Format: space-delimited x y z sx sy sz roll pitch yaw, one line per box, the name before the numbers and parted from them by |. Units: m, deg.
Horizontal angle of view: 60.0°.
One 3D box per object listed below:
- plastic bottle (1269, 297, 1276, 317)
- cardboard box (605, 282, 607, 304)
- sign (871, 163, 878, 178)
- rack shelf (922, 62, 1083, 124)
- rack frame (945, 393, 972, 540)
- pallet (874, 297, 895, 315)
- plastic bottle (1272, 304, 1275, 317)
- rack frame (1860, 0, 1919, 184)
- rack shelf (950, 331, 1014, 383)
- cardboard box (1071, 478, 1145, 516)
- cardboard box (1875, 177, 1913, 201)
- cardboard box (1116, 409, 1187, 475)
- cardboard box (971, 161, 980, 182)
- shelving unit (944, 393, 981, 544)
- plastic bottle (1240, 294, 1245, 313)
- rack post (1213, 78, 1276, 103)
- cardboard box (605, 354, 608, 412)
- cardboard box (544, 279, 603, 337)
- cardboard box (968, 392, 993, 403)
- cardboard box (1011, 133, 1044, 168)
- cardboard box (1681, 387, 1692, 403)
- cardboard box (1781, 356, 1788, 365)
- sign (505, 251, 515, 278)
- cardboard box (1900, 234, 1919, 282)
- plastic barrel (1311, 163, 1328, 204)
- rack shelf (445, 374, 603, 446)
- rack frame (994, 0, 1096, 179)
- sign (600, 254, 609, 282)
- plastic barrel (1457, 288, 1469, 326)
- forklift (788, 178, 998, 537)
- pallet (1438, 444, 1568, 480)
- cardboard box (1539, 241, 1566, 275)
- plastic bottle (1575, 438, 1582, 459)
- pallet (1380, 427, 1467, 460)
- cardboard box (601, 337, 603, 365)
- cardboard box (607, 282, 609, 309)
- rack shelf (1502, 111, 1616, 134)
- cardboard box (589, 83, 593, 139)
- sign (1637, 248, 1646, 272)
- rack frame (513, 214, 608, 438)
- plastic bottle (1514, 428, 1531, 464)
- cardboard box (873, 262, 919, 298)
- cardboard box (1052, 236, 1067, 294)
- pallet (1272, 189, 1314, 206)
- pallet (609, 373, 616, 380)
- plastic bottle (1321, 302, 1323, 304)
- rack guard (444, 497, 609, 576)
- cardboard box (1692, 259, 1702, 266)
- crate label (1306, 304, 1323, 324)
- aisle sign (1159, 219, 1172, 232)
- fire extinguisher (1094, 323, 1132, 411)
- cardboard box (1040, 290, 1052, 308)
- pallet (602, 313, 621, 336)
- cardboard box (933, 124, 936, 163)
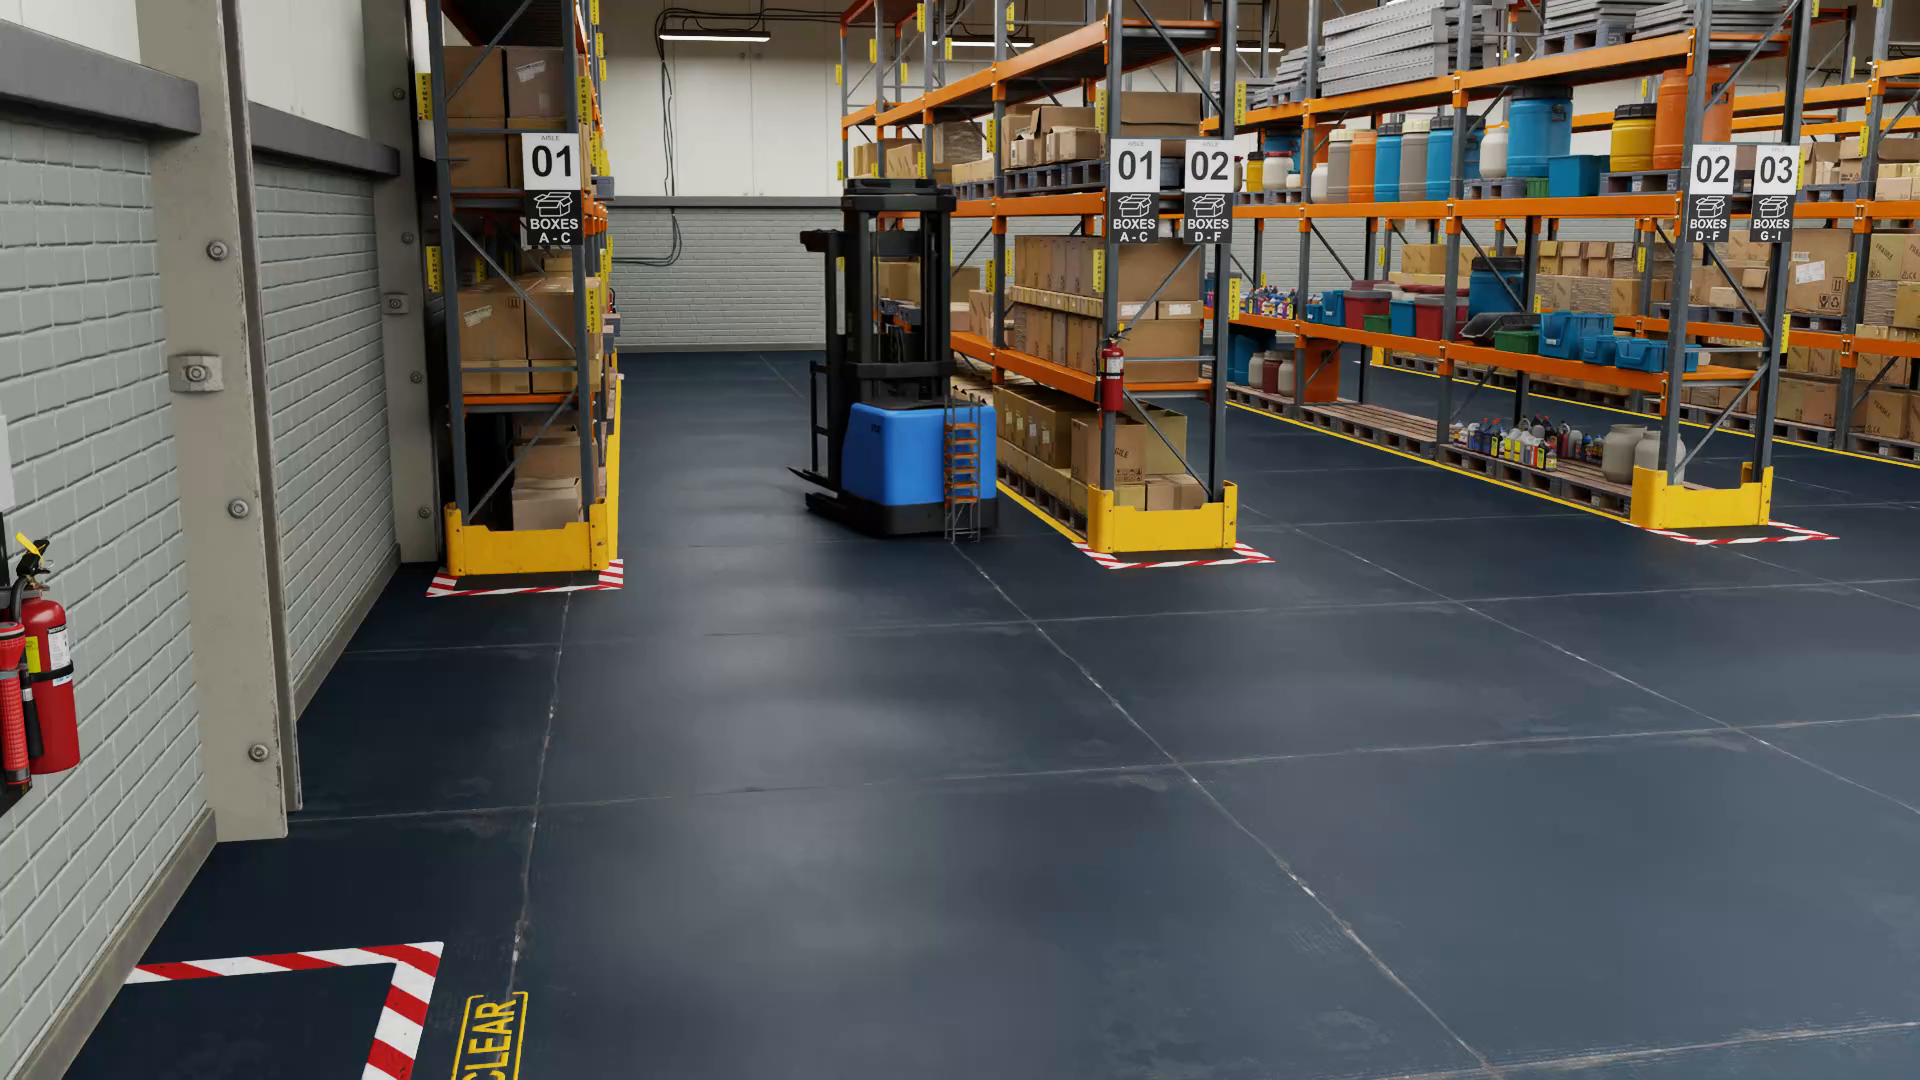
plastic bottle | 4.302 -3.203 22.848 0.097 0.271 0.097 0 11 0
cardboard box | -5.125 -3.482 22.852 0.500 0.500 0.500 -2 11 -11
sign | -1.243 -5.333 24.288 0.100 0.325 0.005 -2 11 -11
rack shelf | 0.454 -4.923 18.490 1.077 0.370 4.000 -2 11 -11
rack frame | -0.012 -0.600 13.637 0.240 1.200 0.006 -4 11 -20
pallet | -0.664 -3.382 23.955 1.003 0.211 1.213 -2 11 -11
plastic bottle | 4.321 -3.151 22.761 0.097 0.201 0.097 0 11 0
rack frame | 10.561 -5.466 18.347 1.000 3.000 0.127 -2 11 -11
rack shelf | 0.454 -2.173 19.013 1.077 0.370 4.000 -2 11 -11
cardboard box | 1.227 -0.369 13.842 0.500 0.250 0.500 -2 11 -11
cardboard box | 10.397 -3.827 18.159 0.500 0.250 0.500 -3 11 -13
cardboard box | 1.636 -0.848 14.353 0.500 0.500 0.500 -2 11 -11
cardboard box | 0.429 -4.217 19.086 0.500 0.250 0.500 -2 11 -12
shelving unit | 0.020 -0.583 13.553 0.258 1.200 0.189 -4 11 -20
plastic bottle | 4.084 -3.409 23.931 0.097 0.271 0.097 0 11 0
rack post | 4.280 -6.560 24.299 0.937 0.300 0.954 -2 11 -12
cardboard box | -4.807 -2.002 20.818 0.750 0.750 0.750 -2 11 -12
cardboard box | -3.517 -2.116 15.134 0.500 0.500 0.500 -2 11 -11
cardboard box | 0.376 -1.449 18.020 0.500 0.311 0.500 -2 11 -9
cardboard box | 0.788 -3.663 15.638 0.500 0.311 0.500 -3 11 -14
cardboard box | 9.933 -2.118 22.313 0.700 0.500 0.500 -3 11 -14
cardboard box | 14.134 -3.032 28.106 0.380 0.149 0.250 -3 11 -13
sign | -5.337 -3.260 19.706 0.100 0.325 0.005 -2 11 -11
cardboard box | 10.498 -3.022 17.813 0.500 0.500 0.500 -2 11 -11
plastic barrel | 4.685 -4.533 21.167 0.421 0.512 0.421 0 11 0
rack shelf | -3.626 -1.258 14.209 1.077 0.370 4.000 -2 11 -11
rack frame | 0.843 -5.106 16.458 1.000 3.000 0.127 -2 11 -11
sign | -4.263 -3.263 19.935 0.100 0.325 0.005 -2 11 -11
plastic barrel | 5.732 -2.589 18.913 0.433 0.535 0.433 0 11 0
forklift | -0.751 -1.702 14.799 1.130 2.935 3.031 -5 12 -24
pallet | 5.792 -0.844 17.567 1.003 0.211 1.213 -2 11 -11
cardboard box | 9.260 -4.285 25.236 0.797 0.503 0.637 -2 11 -10
plastic bottle | 6.288 -0.927 16.854 0.097 0.201 0.097 0 11 0
pallet | 5.512 -1.111 18.972 1.003 0.211 1.213 -2 11 -11
cardboard box | -3.424 -1.655 14.719 0.500 0.250 0.500 -2 11 -11
cardboard box | -5.797 -3.827 24.980 0.980 0.700 0.700 -2 11 -12
rack shelf | 9.394 -6.016 24.233 1.077 0.370 4.000 -2 11 -11
cardboard box | -3.534 -3.819 14.724 0.500 0.500 0.500 -2 11 -8
sign | 9.239 -3.800 22.545 0.100 0.325 0.005 -2 11 -11
rack frame | -4.793 -2.712 19.923 1.000 3.000 0.127 -2 11 -11
plastic bottle | 5.608 -0.944 16.540 0.144 0.351 0.185 -2 11 -9
cardboard box | -0.840 -3.787 24.180 0.700 0.500 0.500 -6 12 -30
cardboard box | 1.229 -2.488 15.011 0.700 0.500 0.500 -2 11 -11
pallet | 4.872 -4.597 22.309 1.003 0.211 1.213 -2 11 -11
pallet | -5.883 -2.442 25.964 1.003 0.211 1.213 -2 11 -11
plastic bottle | 4.949 -3.143 22.717 0.097 0.201 0.097 0 11 0
rack guard | -3.252 -0.031 12.521 1.175 0.500 0.348 -2 11 -11
cardboard box | 13.246 -4.704 29.324 0.500 0.500 0.500 -2 11 -12
crate label | 4.639 -2.899 21.354 0.303 0.233 0.416 -2 11 -11
aisle sign | 3.642 -5.841 29.407 0.394 0.787 0.004 -2 11 -11
fire extinguisher | 1.189 -1.349 12.969 0.296 0.674 0.183 -2 11 -11
cardboard box | 0.960 -2.234 15.412 0.380 0.149 0.250 -2 11 -13
pallet | -4.550 -2.491 19.275 1.213 0.211 1.003 -2 11 -11
cardboard box | -0.113 -5.081 21.403 0.500 0.500 0.500 -2 11 -11
